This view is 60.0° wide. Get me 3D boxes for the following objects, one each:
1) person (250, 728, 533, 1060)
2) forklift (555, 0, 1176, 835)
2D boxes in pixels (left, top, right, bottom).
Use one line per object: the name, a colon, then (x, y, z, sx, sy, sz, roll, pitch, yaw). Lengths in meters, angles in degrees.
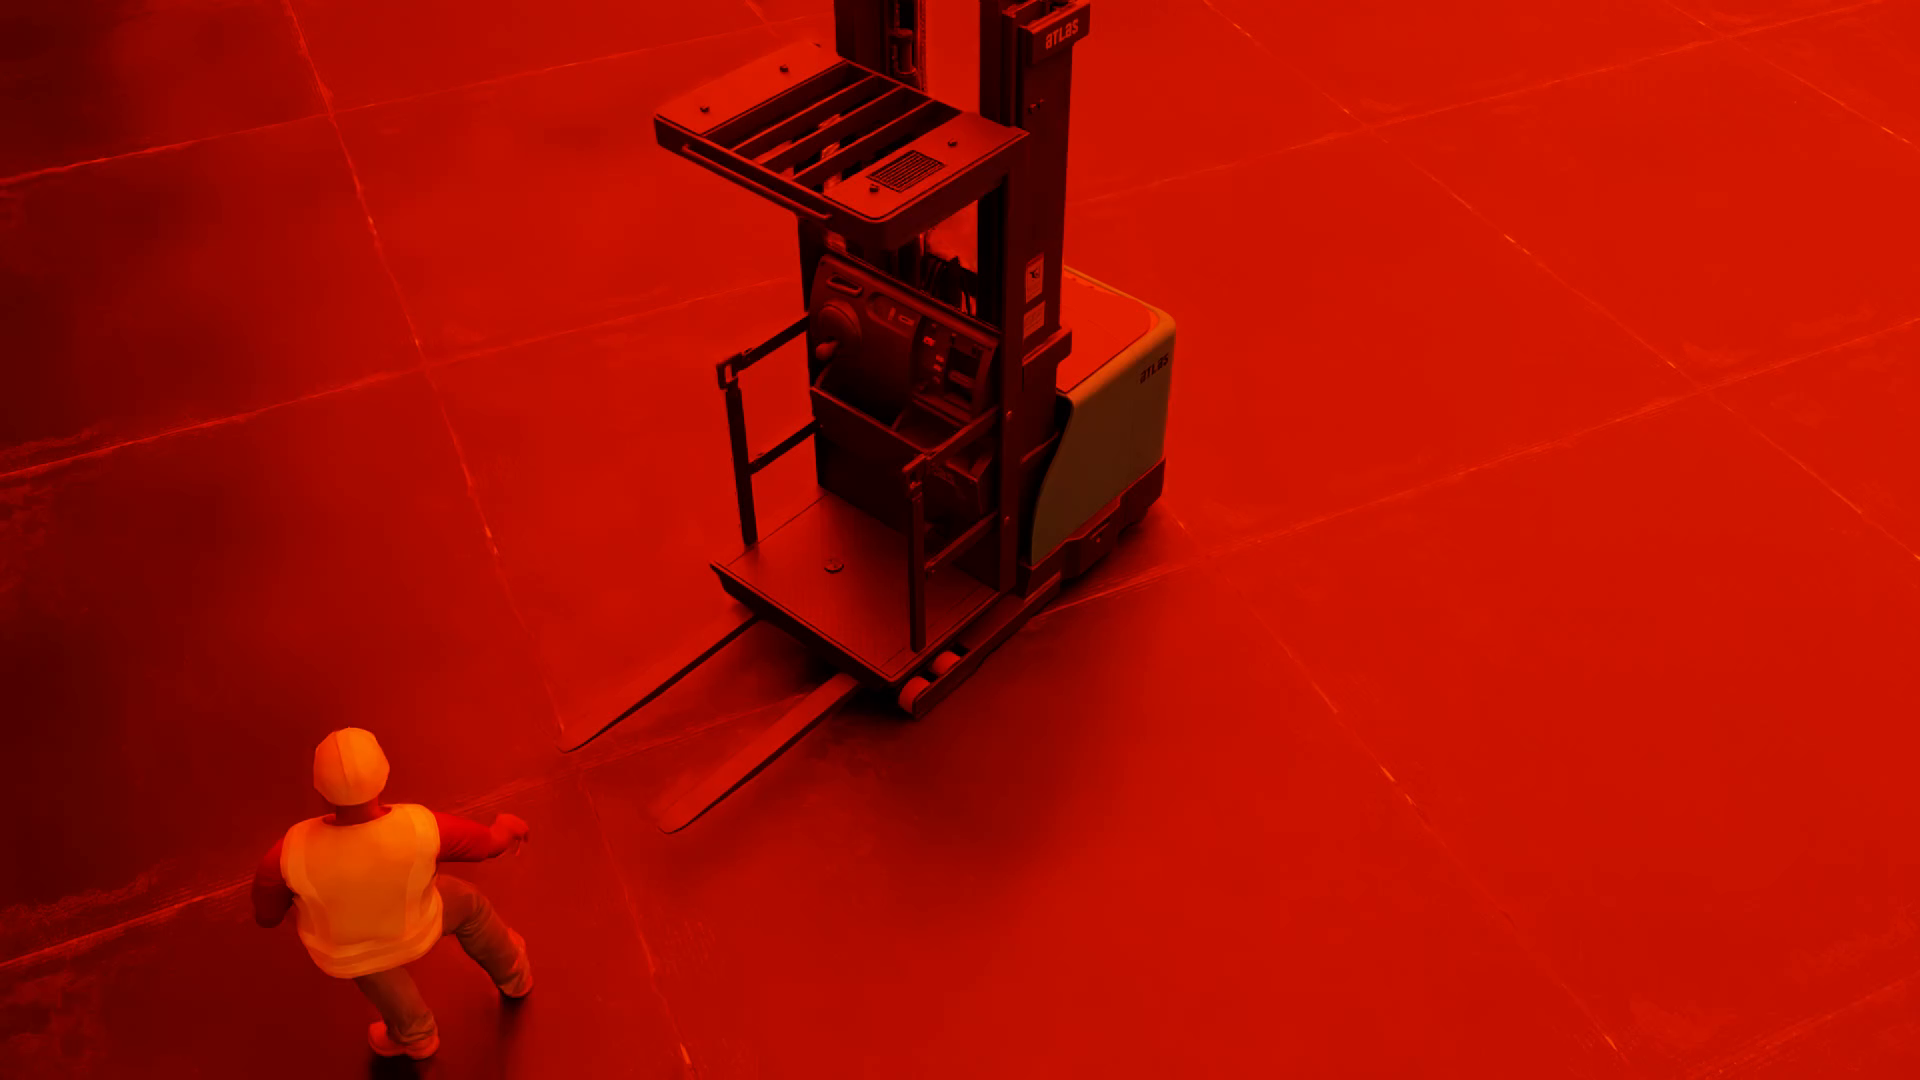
person: (-1.816, 1.118, 5.413, 0.844, 1.670, 0.628, -14, 45, -14)
forklift: (-0.373, -0.721, 6.453, 1.130, 2.935, 3.031, 31, 51, 29)
